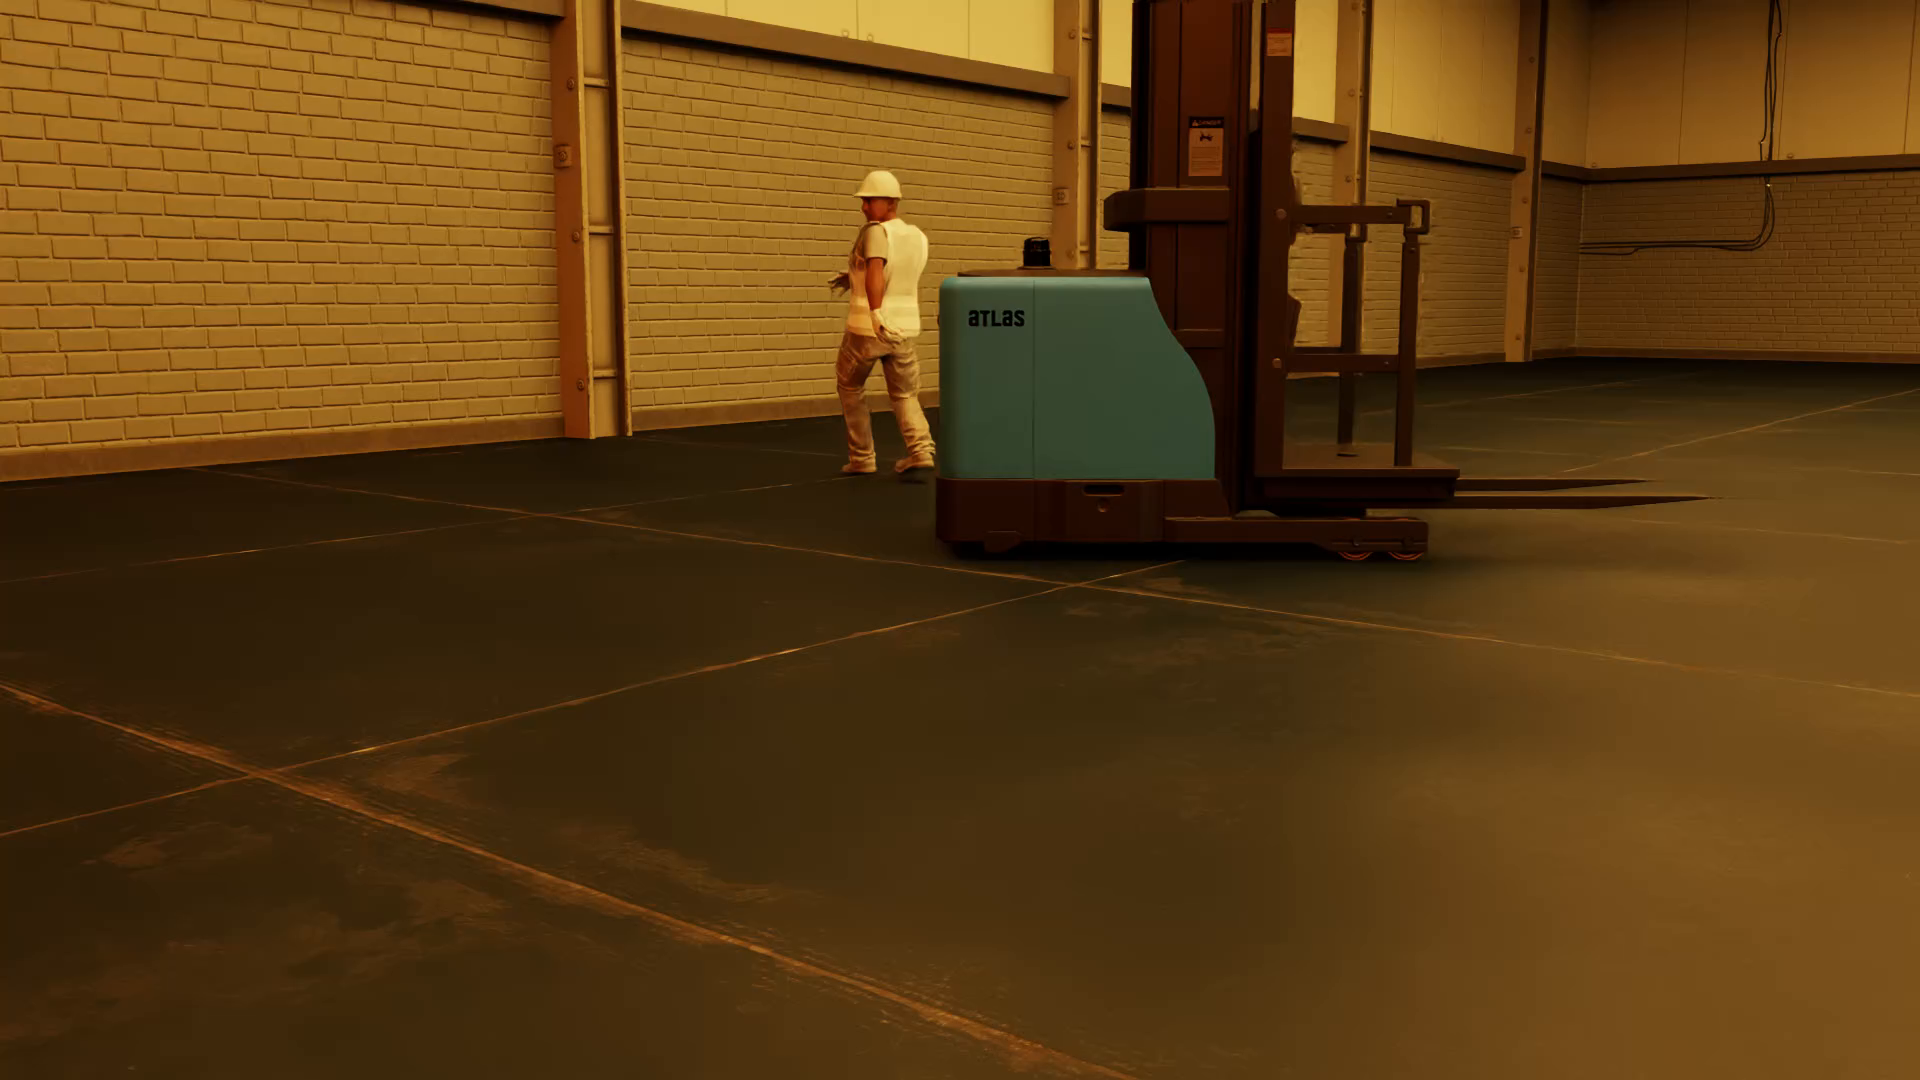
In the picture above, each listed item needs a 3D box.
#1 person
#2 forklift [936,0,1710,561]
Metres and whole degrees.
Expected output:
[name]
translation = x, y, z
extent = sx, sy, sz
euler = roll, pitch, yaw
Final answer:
[person]
translation = -0.424, -1.175, 9.206
extent = 0.583, 1.698, 0.944
euler = -5, 10, -33
[forklift]
translation = 1.426, -1.447, 6.669
extent = 3.031, 2.935, 1.130
euler = 0, 8, 0
